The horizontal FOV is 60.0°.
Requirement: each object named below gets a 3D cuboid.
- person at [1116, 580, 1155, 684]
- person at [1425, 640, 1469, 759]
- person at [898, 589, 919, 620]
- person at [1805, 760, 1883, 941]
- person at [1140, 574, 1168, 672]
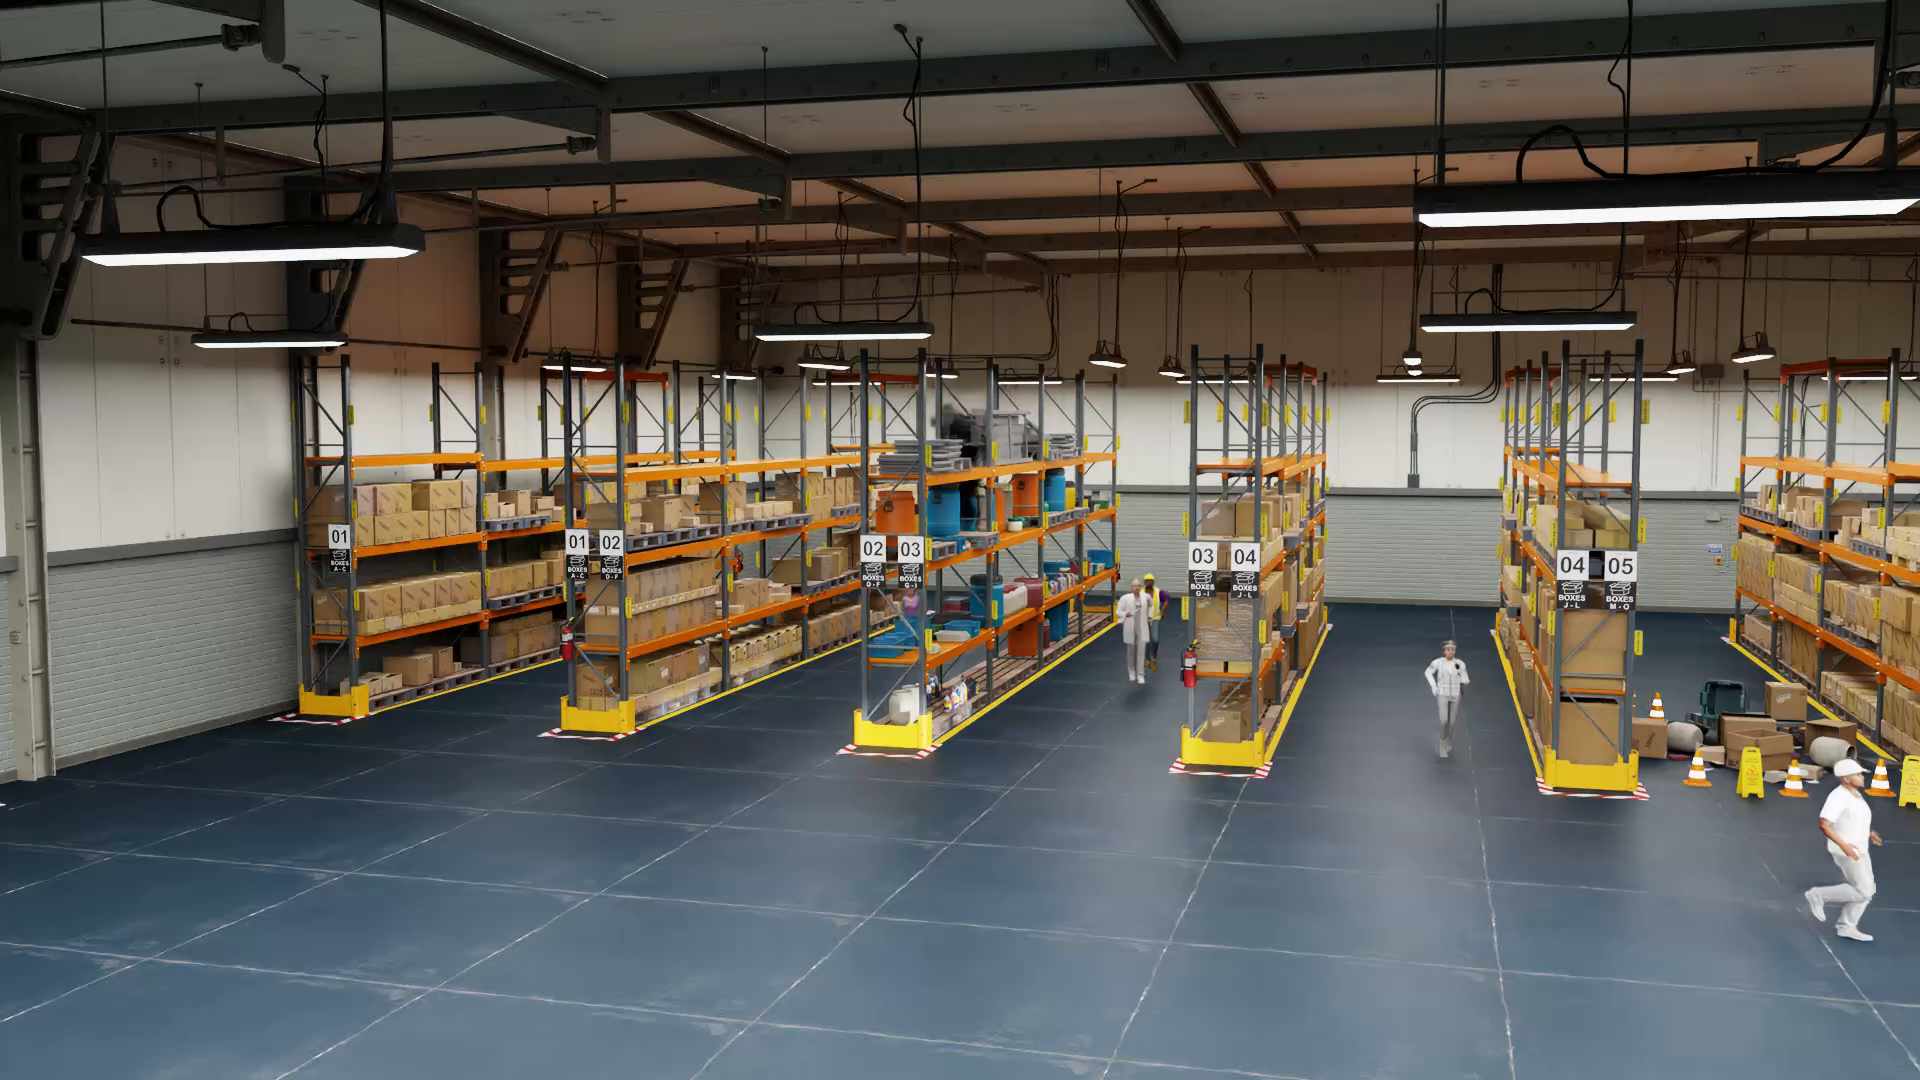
[{"bbox_3d":[3.106,1.593,29.312,0.708,1.783,0.927,0,4,0],"label":"person"},{"bbox_3d":[7.171,2.332,24.423,0.590,1.748,0.677,0,4,5],"label":"person"},{"bbox_3d":[-0.991,1.622,33.813,0.536,1.398,0.786,0,4,3],"label":"person"},{"bbox_3d":[8.472,2.953,15.940,0.589,1.721,0.702,4,6,44],"label":"person"},{"bbox_3d":[3.542,1.546,31.006,0.677,1.834,0.654,0,4,5],"label":"person"}]
